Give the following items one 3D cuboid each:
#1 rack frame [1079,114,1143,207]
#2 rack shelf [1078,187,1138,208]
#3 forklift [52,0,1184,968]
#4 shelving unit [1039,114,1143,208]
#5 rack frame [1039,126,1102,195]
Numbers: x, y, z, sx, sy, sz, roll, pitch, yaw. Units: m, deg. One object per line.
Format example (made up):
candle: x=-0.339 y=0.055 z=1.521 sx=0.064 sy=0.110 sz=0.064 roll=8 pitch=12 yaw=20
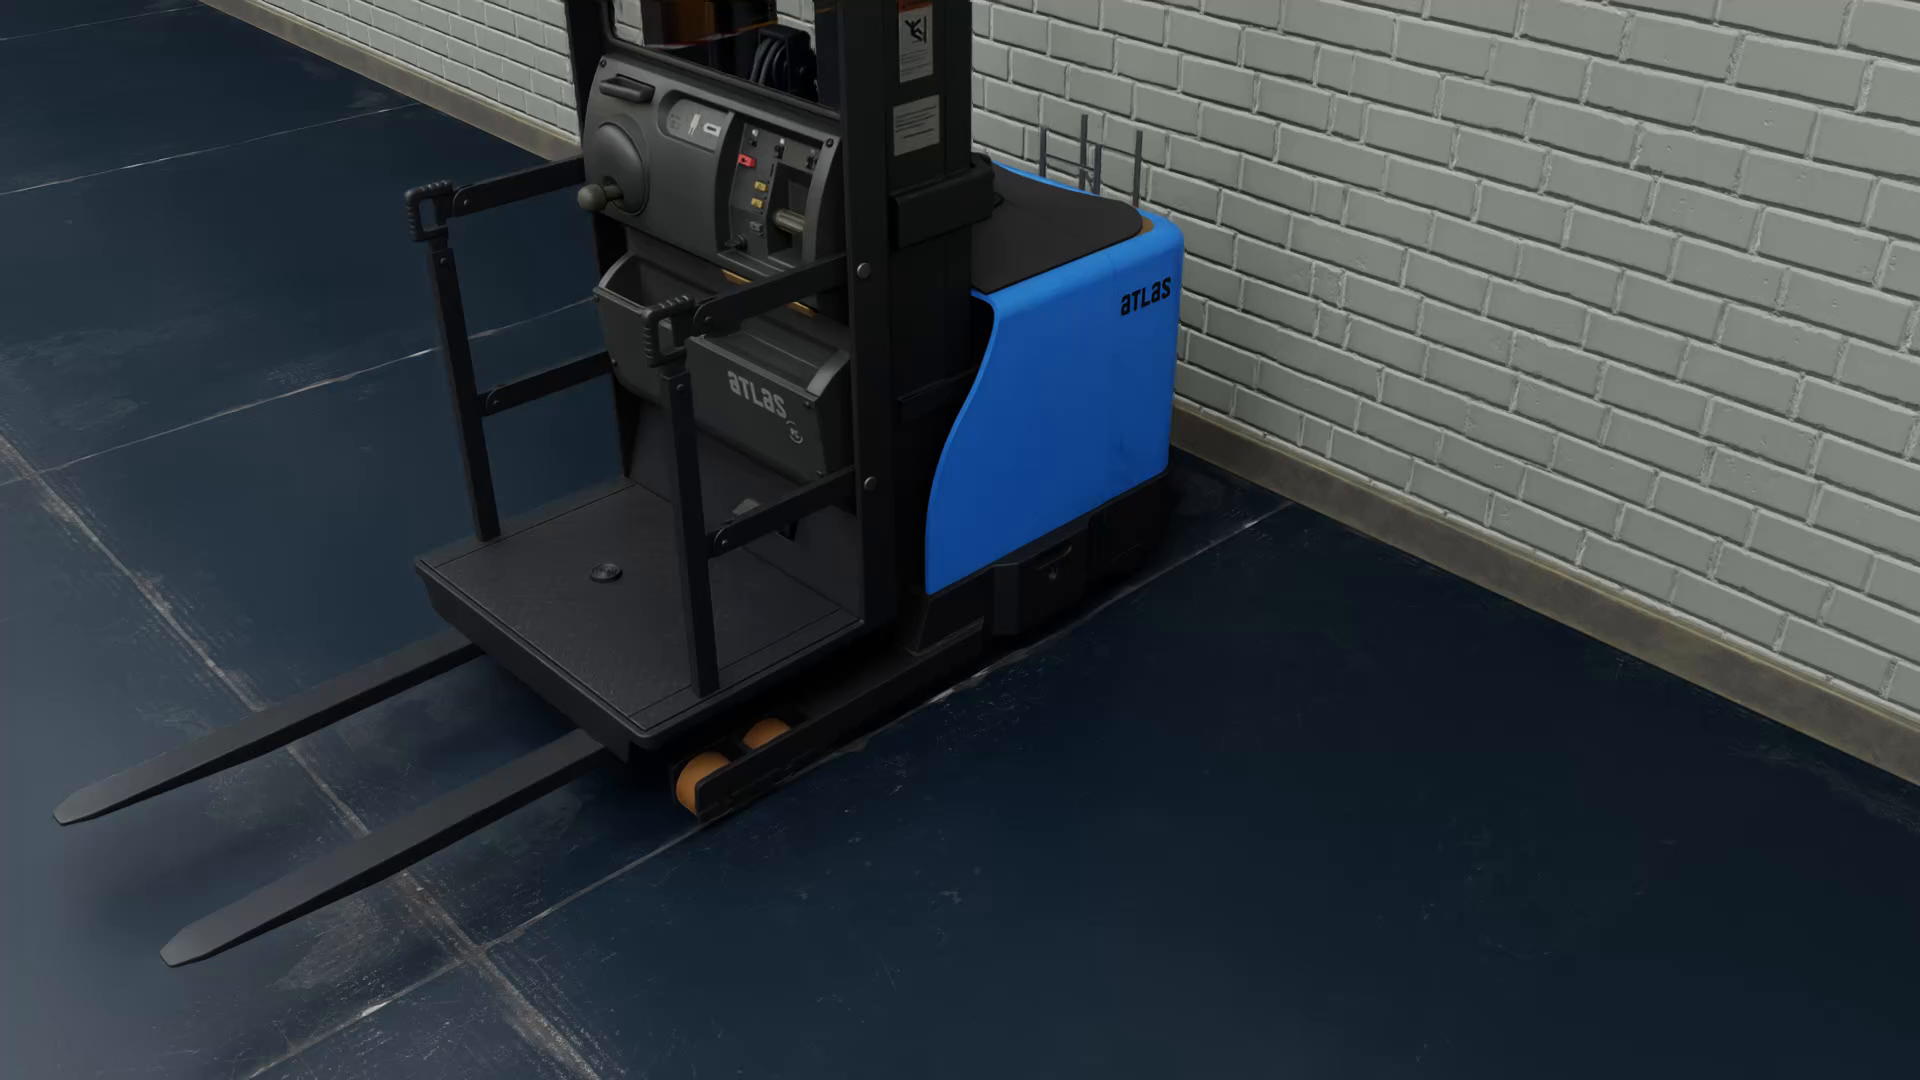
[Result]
rack frame: x=0.457 y=-0.746 z=5.320 sx=0.006 sy=1.200 sz=0.240 roll=-27 pitch=40 yaw=-37
rack shelf: x=0.391 y=-0.982 z=5.101 sx=0.180 sy=0.103 sz=0.258 roll=-27 pitch=40 yaw=-37
forklift: x=-0.762 y=-0.863 z=3.852 sx=3.031 sy=2.935 sz=1.130 roll=-27 pitch=40 yaw=-37
shelving unit: x=0.391 y=-0.713 z=5.265 sx=0.189 sy=1.200 sz=0.258 roll=-27 pitch=40 yaw=-37
rack frame: x=0.326 y=-0.679 z=5.211 sx=0.006 sy=1.200 sz=0.240 roll=-27 pitch=40 yaw=-37
